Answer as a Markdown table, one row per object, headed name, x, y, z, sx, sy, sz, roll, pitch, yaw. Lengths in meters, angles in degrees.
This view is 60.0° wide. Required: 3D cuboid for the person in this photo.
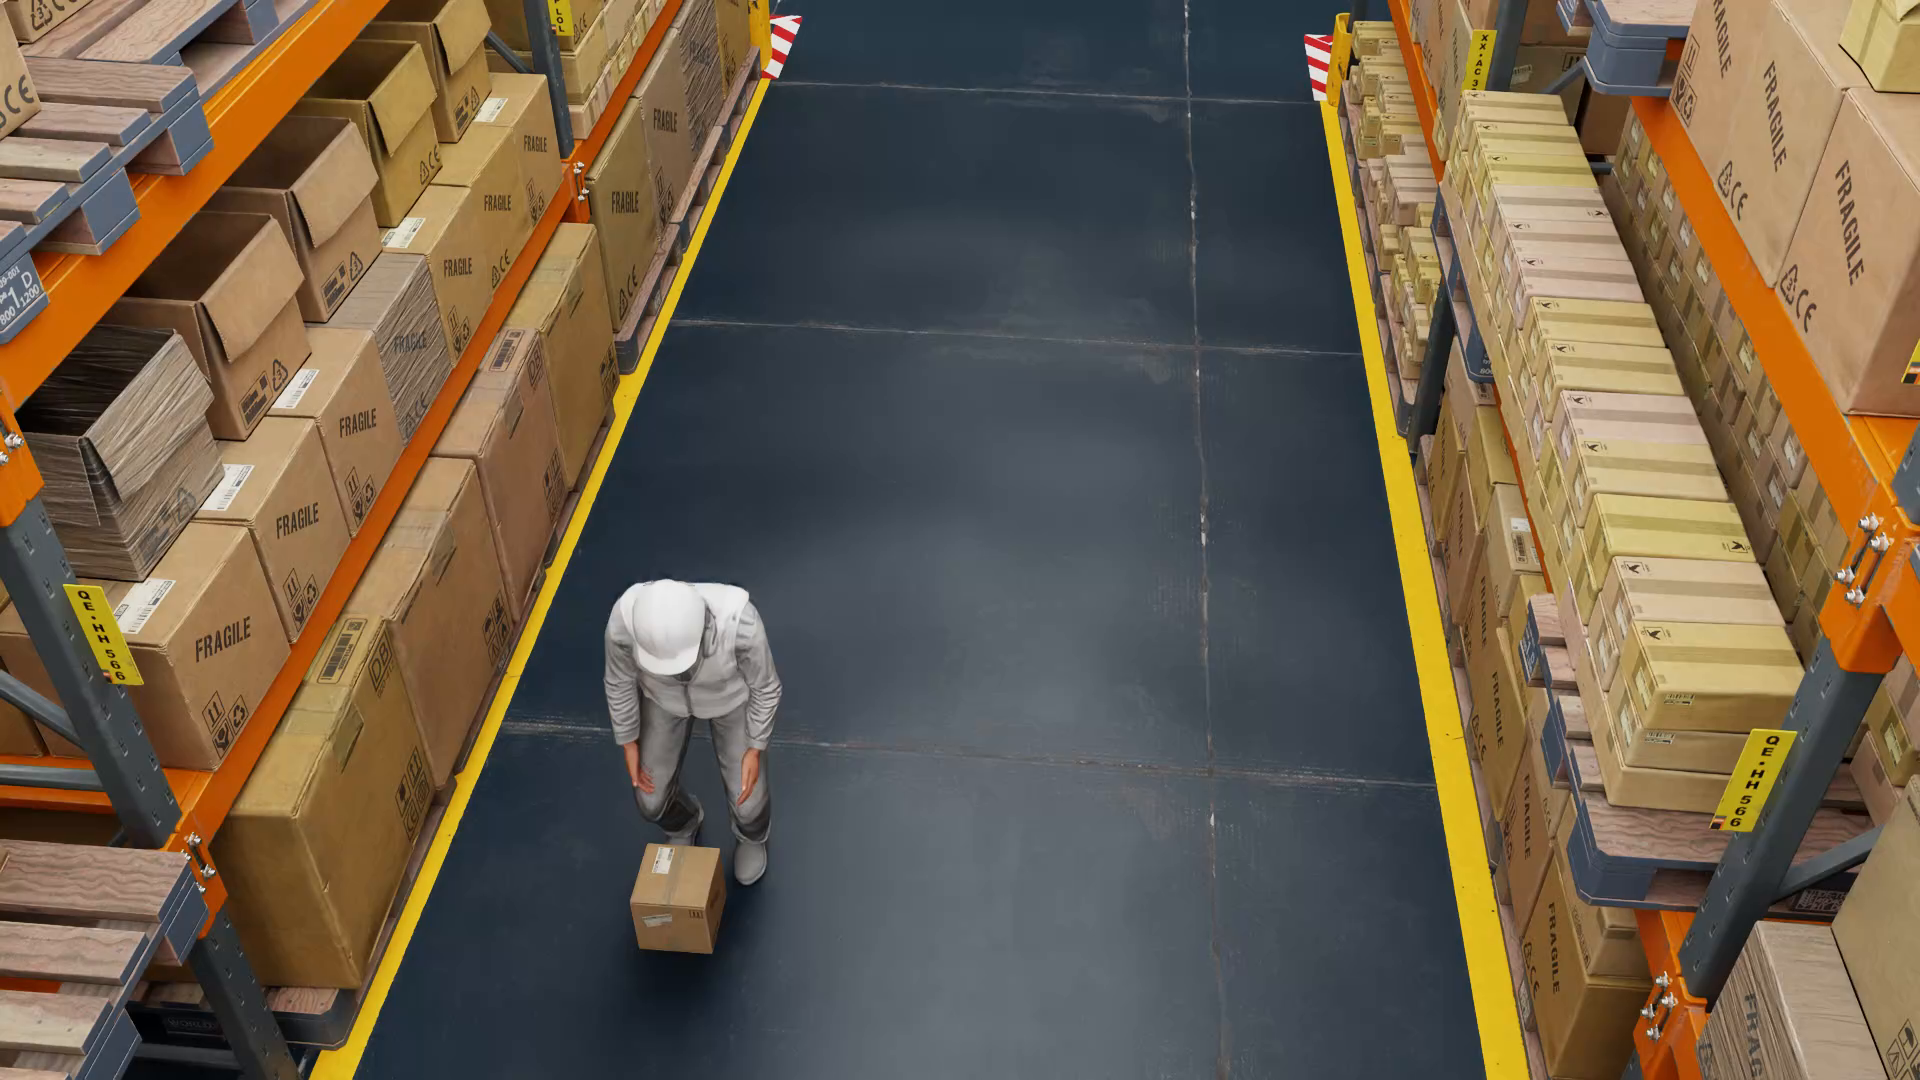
| name | x | y | z | sx | sy | sz | roll | pitch | yaw |
| --- | --- | --- | --- | --- | --- | --- | --- | --- | --- |
| person | -0.870 | 0.597 | 5.612 | 0.589 | 1.534 | 0.684 | 4 | 40 | 4 |
